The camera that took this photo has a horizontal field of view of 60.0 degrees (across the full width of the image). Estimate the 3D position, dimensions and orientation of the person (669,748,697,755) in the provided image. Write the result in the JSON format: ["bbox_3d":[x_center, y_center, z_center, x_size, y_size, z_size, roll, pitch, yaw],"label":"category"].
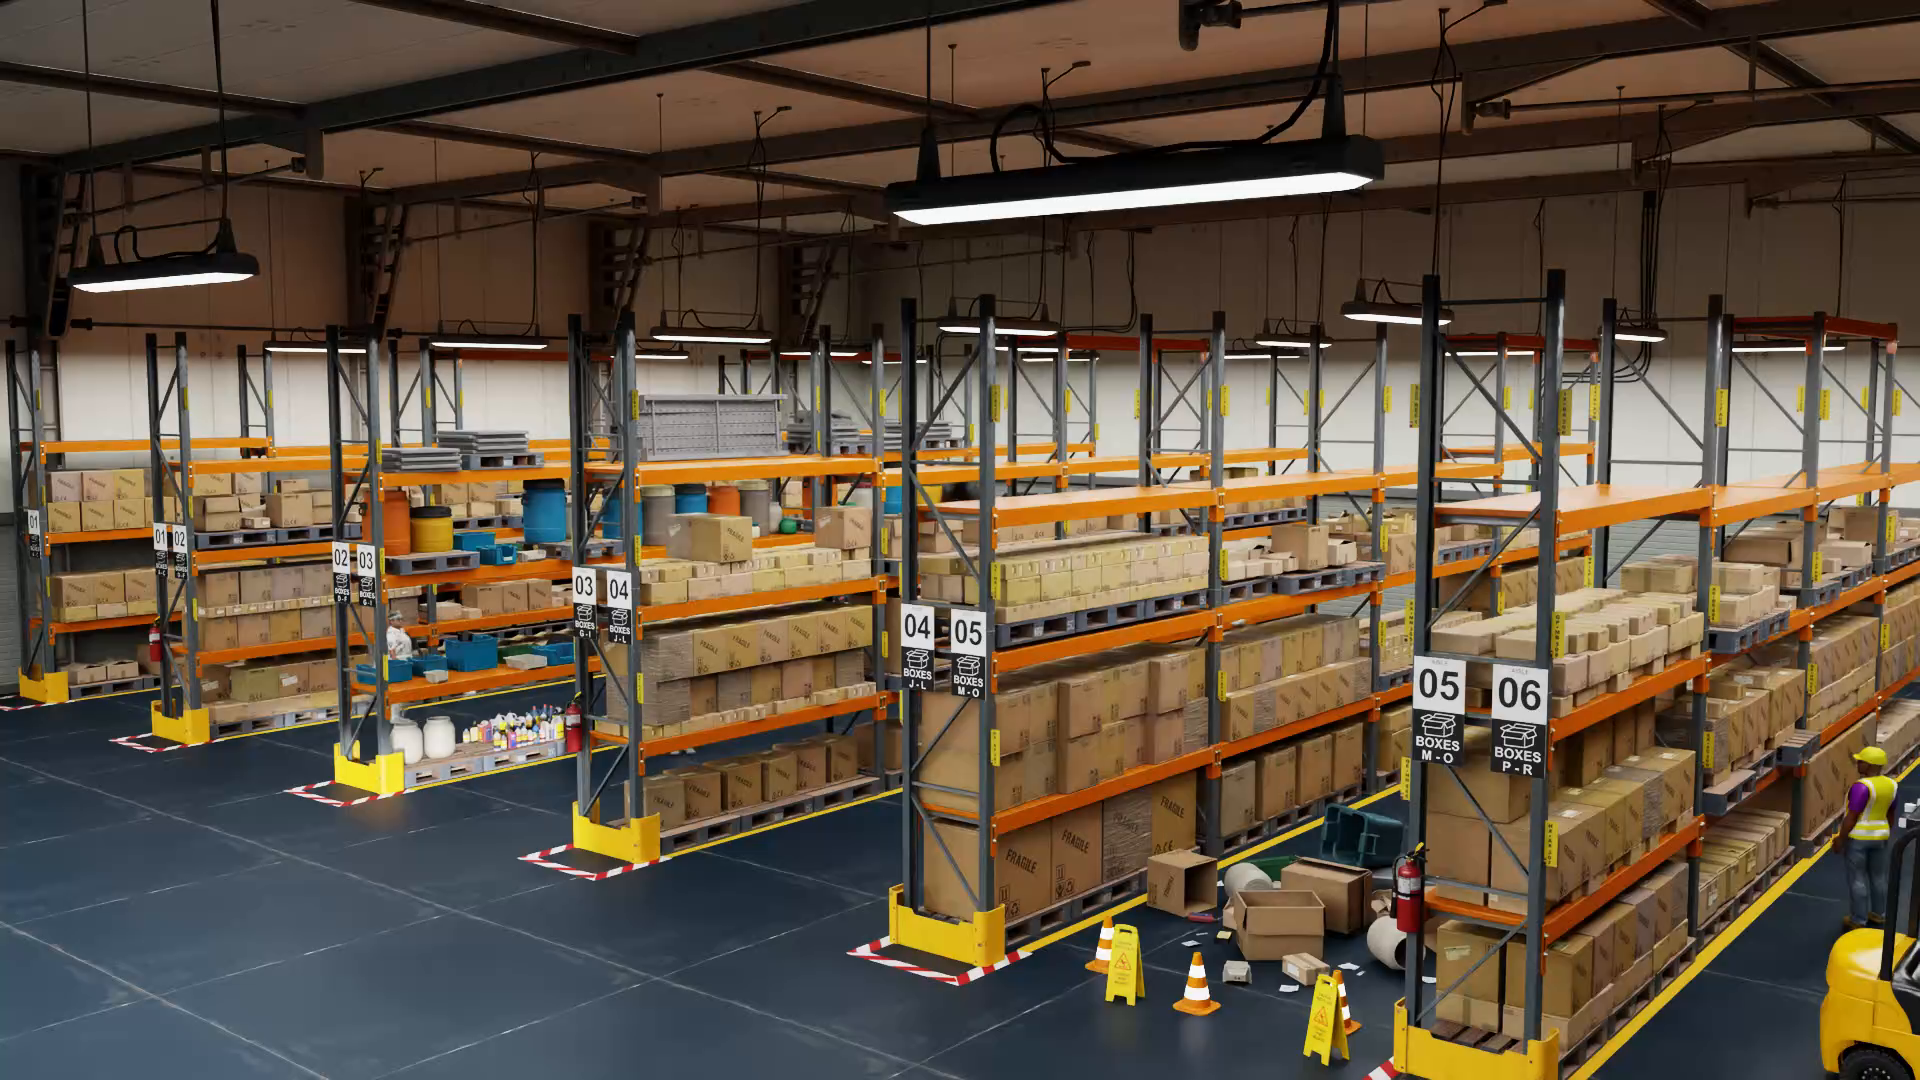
[{"bbox_3d":[-4.007,2.160,23.566,0.588,1.820,0.649,-5,7,-43],"label":"person"}]

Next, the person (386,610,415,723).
[{"bbox_3d":[-8.637,1.978,25.722,0.473,1.818,0.570,-1,5,-11],"label":"person"}]

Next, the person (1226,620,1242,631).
[{"bbox_3d":[4.273,2.024,25.826,0.514,1.626,0.584,4,6,38],"label":"person"}]

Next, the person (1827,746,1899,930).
[{"bbox_3d":[8.699,2.850,16.050,0.654,1.765,0.489,-1,5,-7],"label":"person"}]
